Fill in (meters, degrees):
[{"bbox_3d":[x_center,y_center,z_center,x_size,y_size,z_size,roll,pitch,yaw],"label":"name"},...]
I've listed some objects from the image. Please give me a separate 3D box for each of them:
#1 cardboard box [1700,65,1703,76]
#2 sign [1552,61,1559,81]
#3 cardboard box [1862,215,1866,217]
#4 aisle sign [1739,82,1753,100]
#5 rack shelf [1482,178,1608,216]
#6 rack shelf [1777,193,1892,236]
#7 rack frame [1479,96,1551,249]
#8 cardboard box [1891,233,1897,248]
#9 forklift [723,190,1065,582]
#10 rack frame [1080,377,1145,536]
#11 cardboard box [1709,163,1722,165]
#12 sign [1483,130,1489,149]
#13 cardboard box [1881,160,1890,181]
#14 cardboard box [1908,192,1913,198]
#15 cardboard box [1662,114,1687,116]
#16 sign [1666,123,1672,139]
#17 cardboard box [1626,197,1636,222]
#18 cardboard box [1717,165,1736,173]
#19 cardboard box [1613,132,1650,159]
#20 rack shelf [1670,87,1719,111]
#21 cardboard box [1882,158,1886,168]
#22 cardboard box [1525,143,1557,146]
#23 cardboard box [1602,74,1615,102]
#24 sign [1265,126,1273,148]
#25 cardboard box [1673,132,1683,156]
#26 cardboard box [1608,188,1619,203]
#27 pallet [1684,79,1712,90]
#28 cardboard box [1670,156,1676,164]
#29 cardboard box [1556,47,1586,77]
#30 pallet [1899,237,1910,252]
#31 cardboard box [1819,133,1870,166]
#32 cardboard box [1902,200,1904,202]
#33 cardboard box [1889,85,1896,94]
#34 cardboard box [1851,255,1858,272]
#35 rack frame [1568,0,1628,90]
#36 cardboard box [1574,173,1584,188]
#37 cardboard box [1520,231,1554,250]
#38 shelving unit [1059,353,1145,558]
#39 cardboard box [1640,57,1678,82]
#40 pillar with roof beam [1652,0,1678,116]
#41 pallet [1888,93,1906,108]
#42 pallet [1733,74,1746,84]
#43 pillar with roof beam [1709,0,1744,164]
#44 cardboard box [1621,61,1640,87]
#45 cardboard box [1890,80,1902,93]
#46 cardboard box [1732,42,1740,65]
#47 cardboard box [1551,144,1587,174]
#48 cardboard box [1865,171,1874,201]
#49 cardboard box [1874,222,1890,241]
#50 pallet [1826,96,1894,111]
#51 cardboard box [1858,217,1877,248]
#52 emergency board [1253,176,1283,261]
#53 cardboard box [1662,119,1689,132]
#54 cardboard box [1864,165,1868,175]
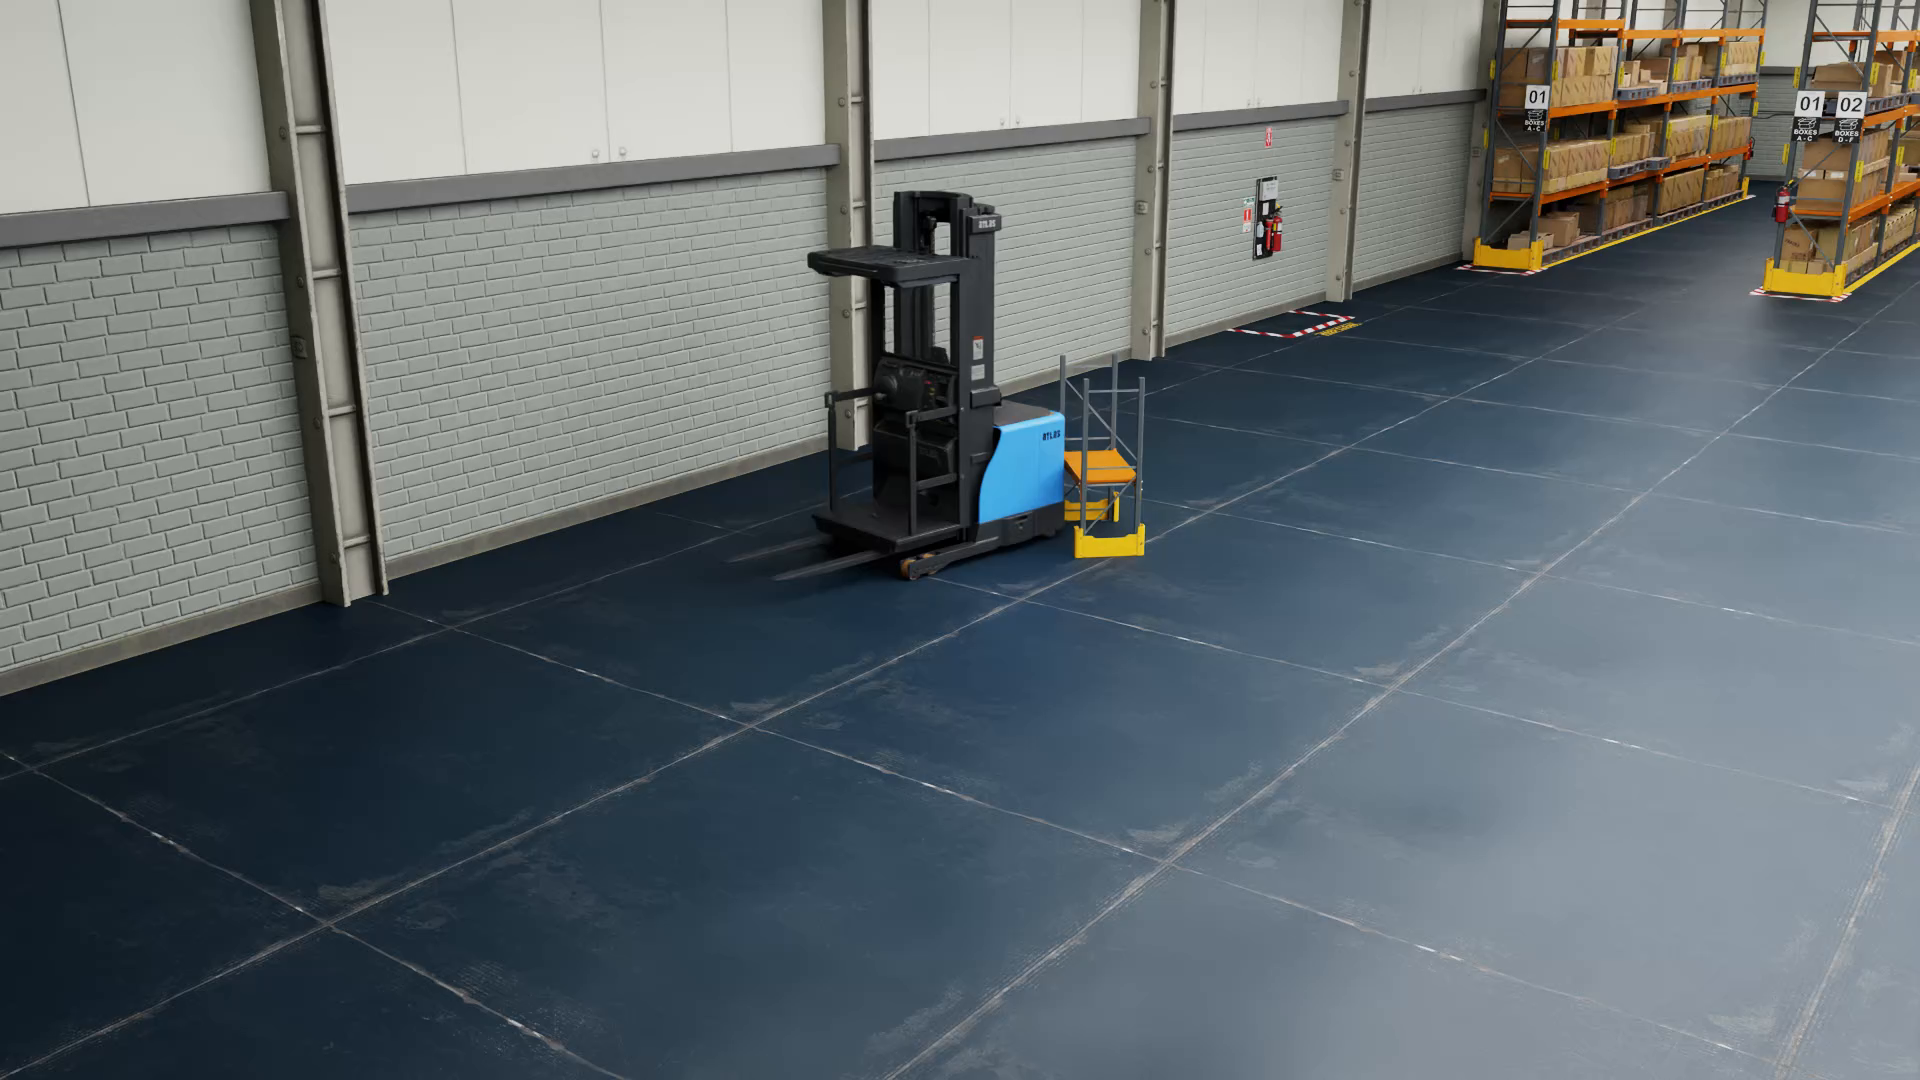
[{"bbox_3d":[17.275,-11.067,39.141,0.500,0.250,0.500,13,21,35],"label":"cardboard box"},{"bbox_3d":[10.342,-8.149,28.896,0.100,0.325,0.005,12,21,35],"label":"sign"},{"bbox_3d":[16.885,-6.019,31.551,0.500,0.311,0.500,12,21,35],"label":"cardboard box"},{"bbox_3d":[19.723,-11.411,41.549,0.394,0.787,0.004,12,21,35],"label":"aisle sign"},{"bbox_3d":[11.098,-6.528,31.419,1.077,0.370,4.000,12,21,35],"label":"rack shelf"},{"bbox_3d":[15.078,-5.653,28.603,1.077,0.370,4.000,12,21,35],"label":"rack shelf"},{"bbox_3d":[9.906,-6.395,29.779,1.000,3.000,0.127,12,21,35],"label":"rack frame"},{"bbox_3d":[17.321,-5.658,31.335,0.500,0.250,0.500,12,21,33],"label":"cardboard box"},{"bbox_3d":[-0.519,-1.256,13.347,3.031,2.935,1.130,-15,23,-41],"label":"forklift"},{"bbox_3d":[1.240,-0.585,13.598,0.500,1.500,0.032,-2,17,-7],"label":"rack frame"},{"bbox_3d":[19.016,-9.403,41.878,0.380,0.149,0.250,13,21,35],"label":"cardboard box"},{"bbox_3d":[9.472,-7.202,29.891,0.100,0.325,0.005,12,21,35],"label":"sign"},{"bbox_3d":[17.054,-6.826,31.000,0.500,0.500,0.500,14,22,39],"label":"cardboard box"},{"bbox_3d":[19.957,-7.443,35.361,0.500,0.250,0.500,12,21,35],"label":"cardboard box"},{"bbox_3d":[16.573,-9.747,38.605,0.500,0.250,0.500,13,22,36],"label":"cardboard box"},{"bbox_3d":[15.114,-8.722,35.453,0.100,0.325,0.005,12,21,35],"label":"sign"},{"bbox_3d":[13.885,-7.034,35.309,0.700,0.500,0.500,12,21,35],"label":"cardboard box"},{"bbox_3d":[19.021,-9.214,41.270,0.380,0.149,0.250,13,22,36],"label":"cardboard box"},{"bbox_3d":[14.089,-8.307,35.024,0.700,0.500,0.500,10,20,30],"label":"cardboard box"},{"bbox_3d":[15.864,-9.866,37.110,1.077,0.370,4.000,12,21,35],"label":"rack shelf"},{"bbox_3d":[16.131,-6.670,29.401,0.380,0.149,0.250,12,21,34],"label":"cardboard box"},{"bbox_3d":[10.929,-7.203,31.335,0.500,0.500,0.500,13,21,35],"label":"cardboard box"},{"bbox_3d":[12.185,-8.673,31.854,0.500,0.500,0.500,13,22,36],"label":"cardboard box"},{"bbox_3d":[4.465,-5.826,24.039,0.001,0.298,0.199,12,21,35],"label":"sign"},{"bbox_3d":[15.487,-8.693,36.476,0.500,0.500,0.500,13,22,36],"label":"cardboard box"},{"bbox_3d":[13.281,-7.130,34.356,0.500,0.250,0.500,12,21,33],"label":"cardboard box"},{"bbox_3d":[16.549,-10.367,37.835,0.805,0.209,1.217,11,21,33],"label":"pallet"},{"bbox_3d":[15.438,-8.334,36.413,0.380,0.149,0.250,13,22,36],"label":"cardboard box"},{"bbox_3d":[10.966,-8.646,30.080,0.500,0.500,0.500,13,22,36],"label":"cardboard box"},{"bbox_3d":[18.131,-5.905,32.903,1.003,0.211,1.213,12,21,35],"label":"pallet"},{"bbox_3d":[14.815,-6.556,27.940,0.700,0.500,0.500,13,21,35],"label":"cardboard box"},{"bbox_3d":[19.331,-6.830,34.652,0.500,0.500,0.500,12,21,33],"label":"cardboard box"},{"bbox_3d":[15.771,-7.717,28.459,0.380,0.149,0.250,12,21,35],"label":"cardboard box"},{"bbox_3d":[14.978,-4.735,28.362,0.500,0.250,0.500,12,21,35],"label":"cardboard box"},{"bbox_3d":[12.289,-10.213,31.957,1.000,3.000,0.127,12,21,35],"label":"rack frame"},{"bbox_3d":[11.361,-6.759,31.172,0.500,0.250,0.500,13,21,35],"label":"cardboard box"},{"bbox_3d":[10.730,-5.606,31.029,0.500,0.311,0.500,15,22,39],"label":"cardboard box"},{"bbox_3d":[1.176,-0.737,14.088,0.587,1.500,1.083,-2,17,-7],"label":"shelving unit"},{"bbox_3d":[15.189,-10.252,36.230,0.700,0.500,0.500,11,20,32],"label":"cardboard box"},{"bbox_3d":[20.236,-11.677,36.672,9.100,9.000,0.400,12,21,35],"label":"pillar with roof beam"},{"bbox_3d":[15.782,-7.656,28.930,1.003,0.211,1.213,12,21,35],"label":"pallet"},{"bbox_3d":[18.279,-11.126,40.104,1.003,0.211,1.213,12,21,35],"label":"pallet"},{"bbox_3d":[23.811,-13.106,41.274,9.100,9.000,0.400,12,21,35],"label":"pillar with roof beam"},{"bbox_3d":[13.414,-9.438,33.644,0.500,0.500,0.500,12,21,33],"label":"cardboard box"},{"bbox_3d":[16.645,-8.180,30.013,0.500,0.250,0.500,15,23,40],"label":"cardboard box"},{"bbox_3d":[18.007,-11.464,39.156,0.500,0.500,0.500,12,21,34],"label":"cardboard box"},{"bbox_3d":[11.345,-7.114,31.051,0.500,0.500,0.500,13,22,36],"label":"cardboard box"},{"bbox_3d":[15.399,-6.169,28.881,0.700,0.500,0.500,13,21,35],"label":"cardboard box"},{"bbox_3d":[16.716,-5.683,30.468,0.500,0.311,0.500,13,21,35],"label":"cardboard box"},{"bbox_3d":[15.055,-7.366,27.998,1.003,0.211,1.213,12,21,35],"label":"pallet"},{"bbox_3d":[15.862,-5.453,29.408,0.500,0.500,0.500,12,21,35],"label":"cardboard box"},{"bbox_3d":[4.550,-4.704,24.332,0.194,1.169,0.643,12,21,35],"label":"emergency board"},{"bbox_3d":[15.765,-9.168,36.741,0.500,0.250,0.500,13,21,35],"label":"cardboard box"},{"bbox_3d":[15.059,-6.240,28.019,0.380,0.149,0.250,12,21,34],"label":"cardboard box"}]
